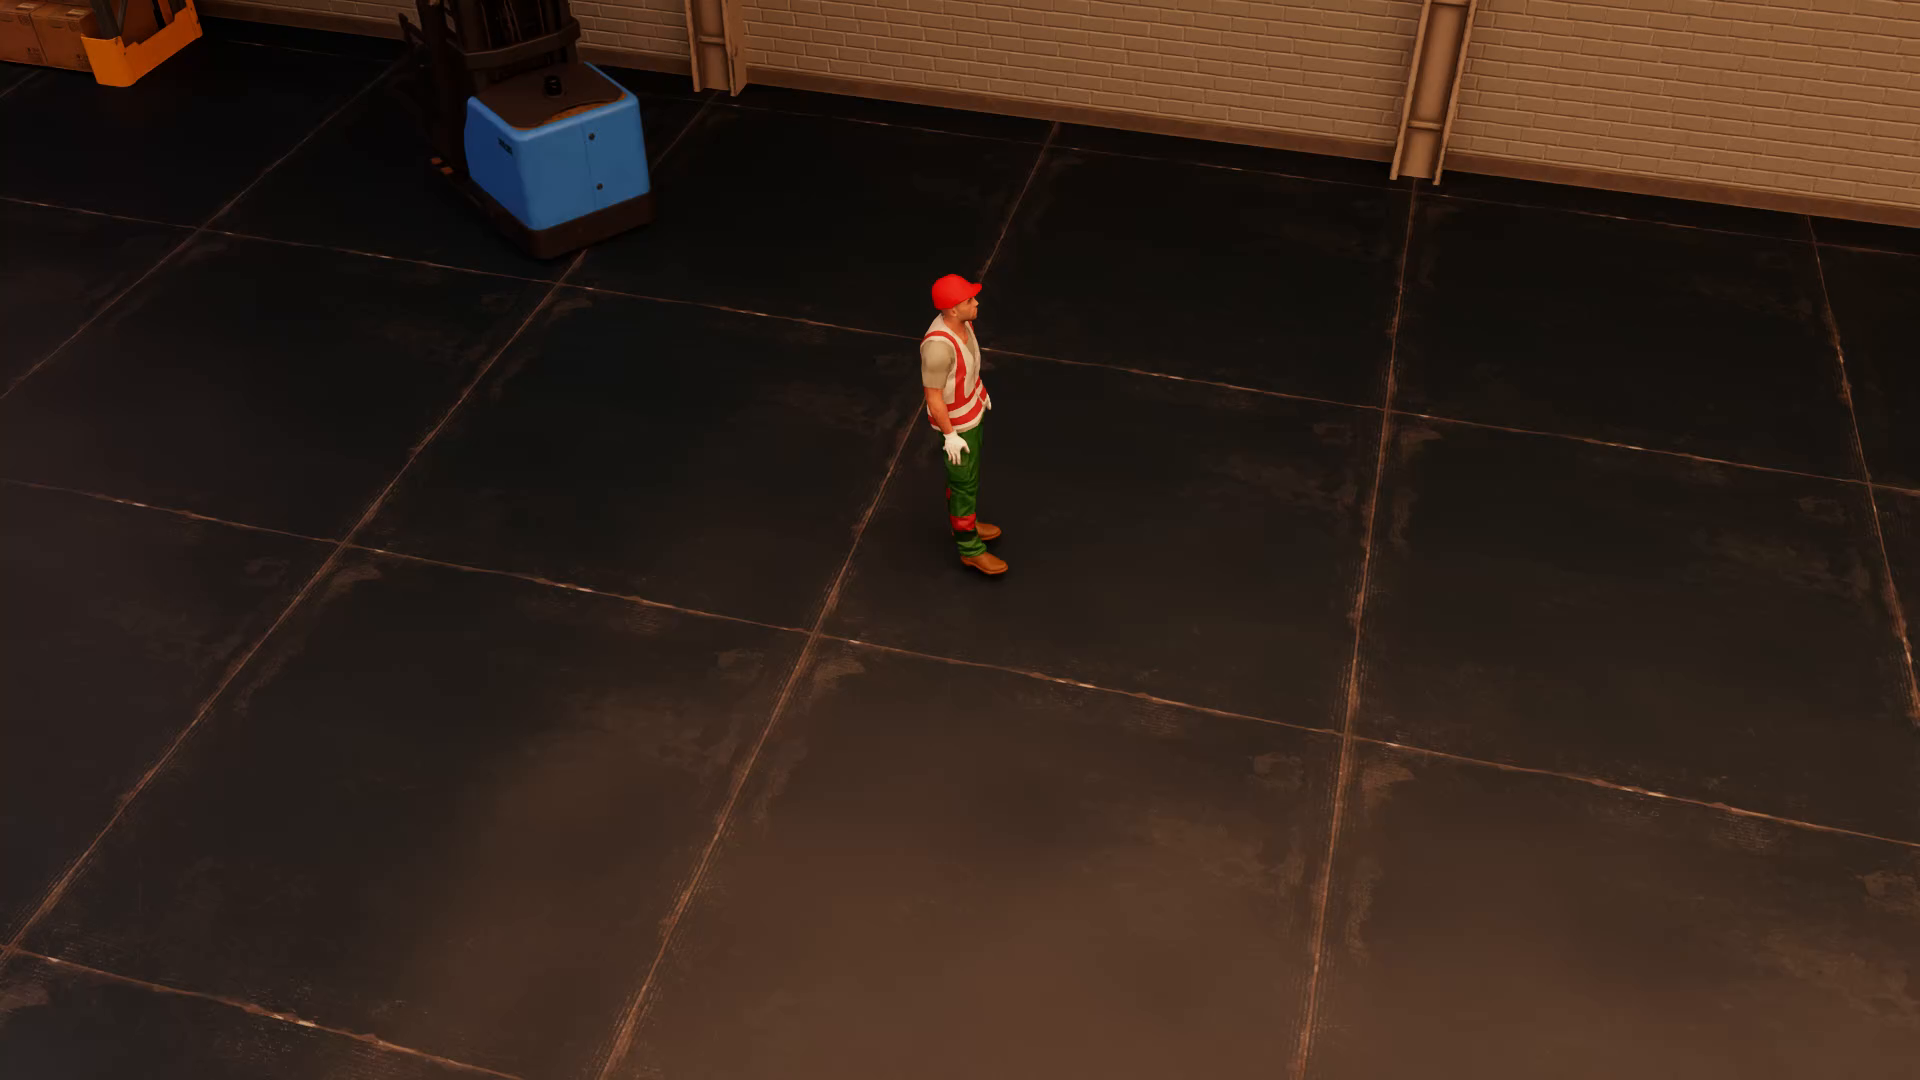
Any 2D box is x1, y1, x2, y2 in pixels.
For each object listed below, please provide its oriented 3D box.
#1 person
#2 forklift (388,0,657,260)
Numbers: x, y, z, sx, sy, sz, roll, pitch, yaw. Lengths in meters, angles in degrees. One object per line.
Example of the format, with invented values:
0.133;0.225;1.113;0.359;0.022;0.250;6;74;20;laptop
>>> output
0.074;-0.687;9.439;0.564;1.787;0.637;10;42;11;person
-3.647;-4.099;12.537;1.130;2.935;3.031;-27;48;-28;forklift
